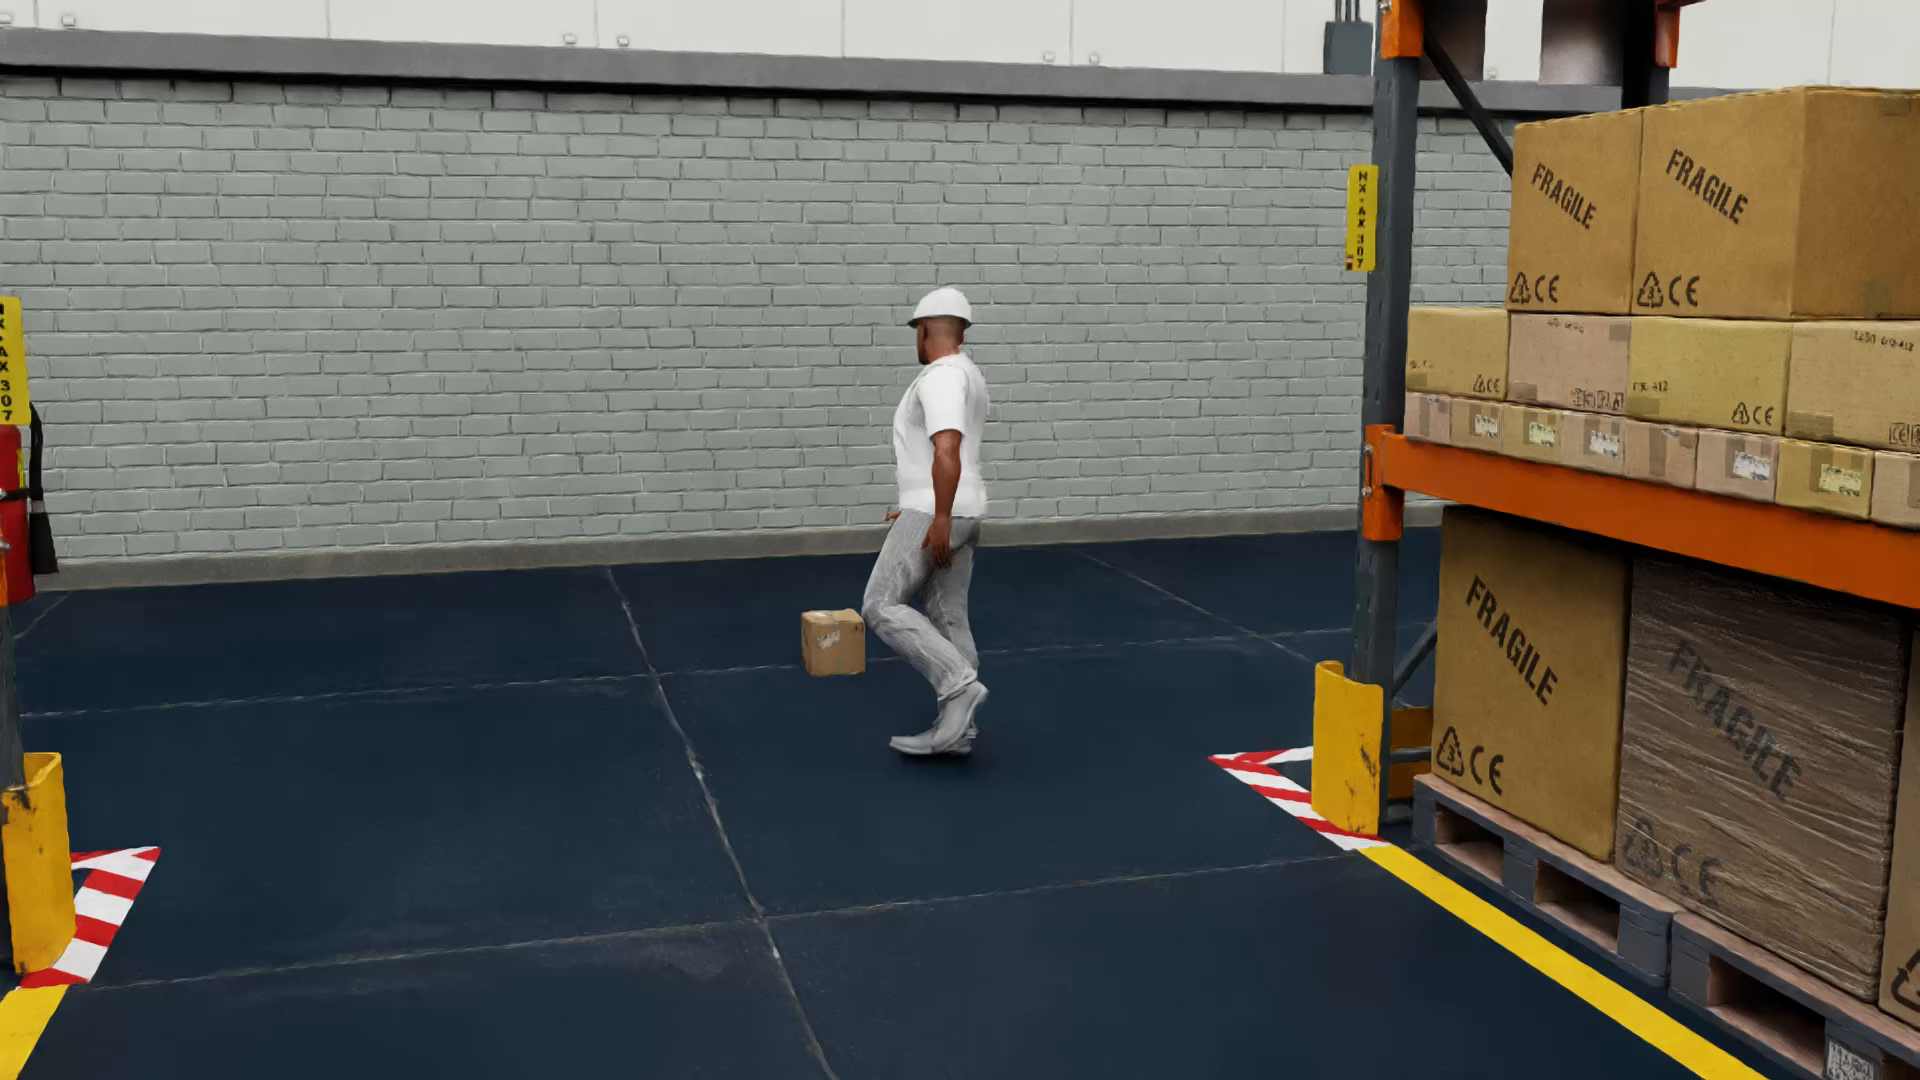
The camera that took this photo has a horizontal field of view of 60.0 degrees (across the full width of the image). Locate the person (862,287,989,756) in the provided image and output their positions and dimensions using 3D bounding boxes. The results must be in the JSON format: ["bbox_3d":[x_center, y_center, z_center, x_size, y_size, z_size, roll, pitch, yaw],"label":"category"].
[{"bbox_3d":[-0.096,-0.071,6.246,0.485,1.734,0.751,1,9,9],"label":"person"}]
